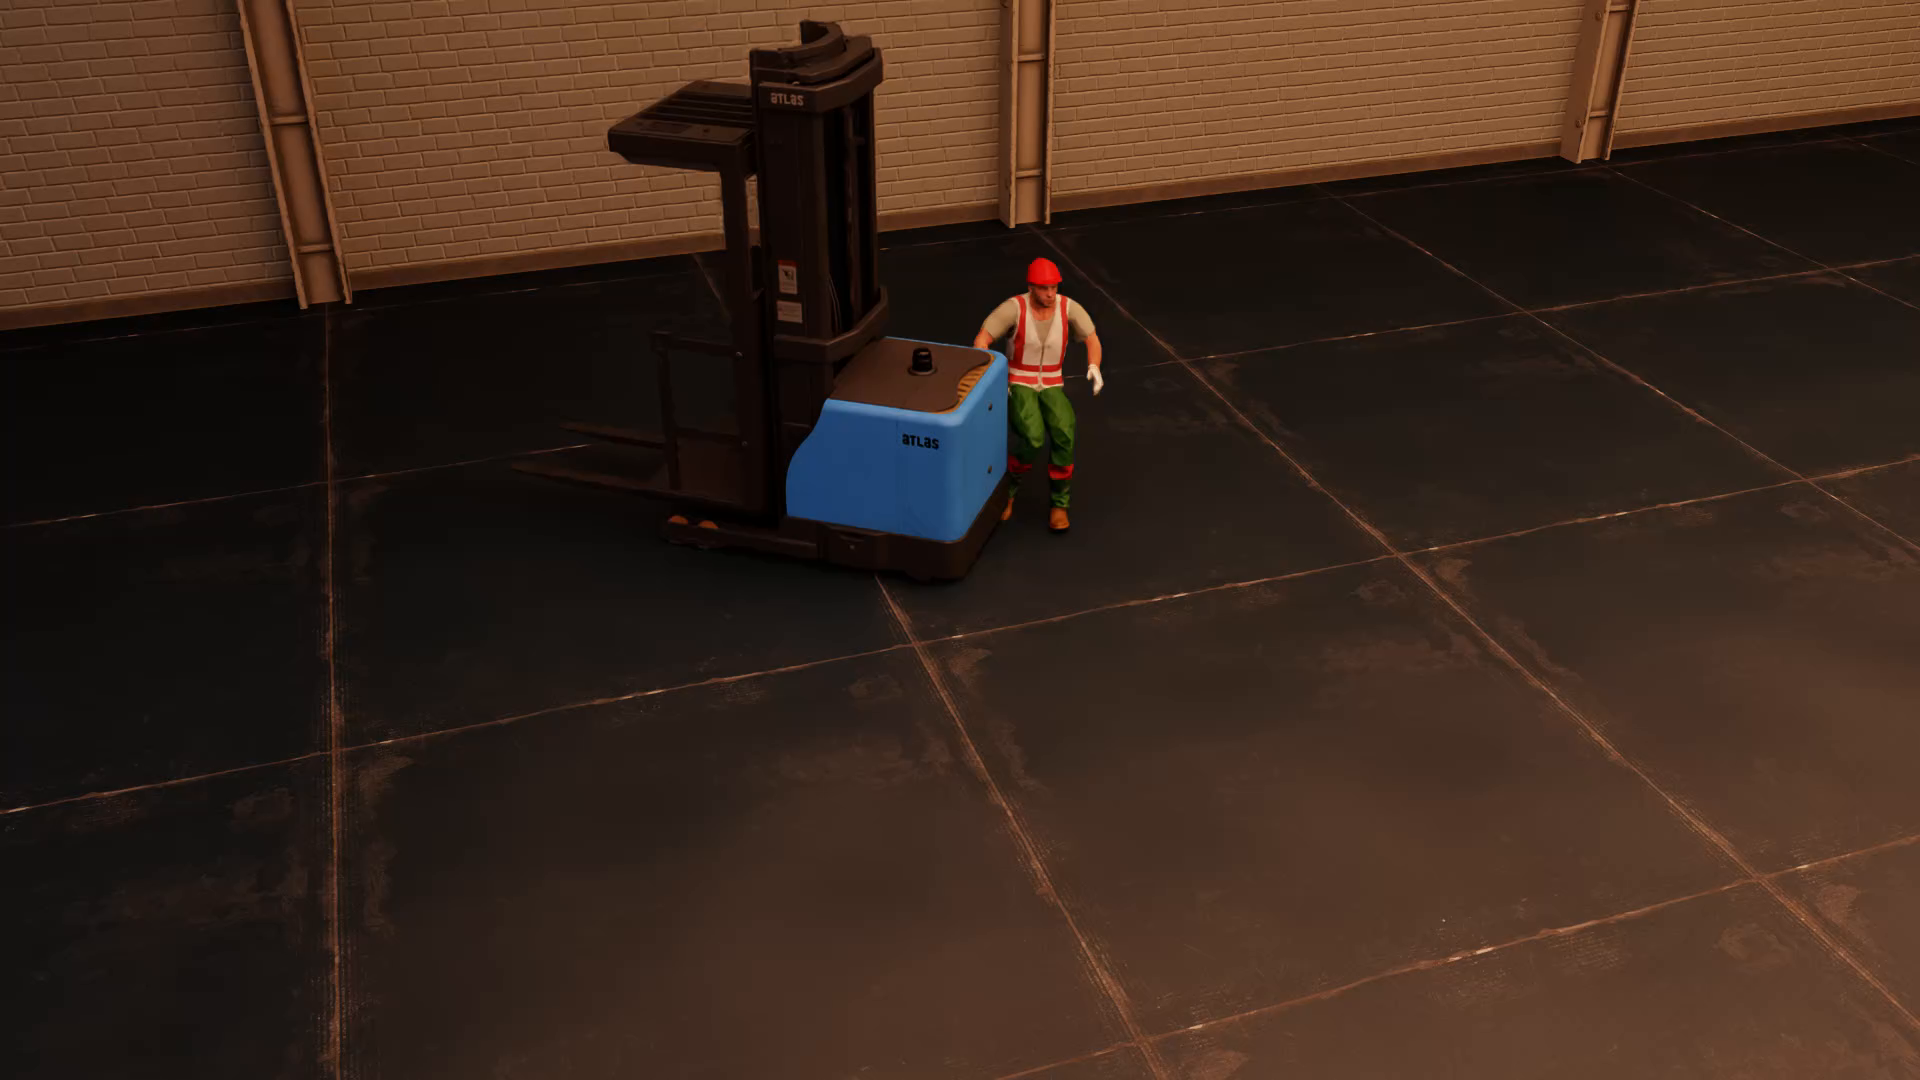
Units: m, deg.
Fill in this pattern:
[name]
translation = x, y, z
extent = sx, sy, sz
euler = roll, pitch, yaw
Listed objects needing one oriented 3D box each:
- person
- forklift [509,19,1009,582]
[person]
translation = 0.540, -0.894, 10.071
extent = 0.817, 1.547, 0.882
euler = -11, 32, -18
[forklift]
translation = -1.276, -1.455, 9.616
extent = 3.031, 2.935, 1.130
euler = 9, 31, 16
